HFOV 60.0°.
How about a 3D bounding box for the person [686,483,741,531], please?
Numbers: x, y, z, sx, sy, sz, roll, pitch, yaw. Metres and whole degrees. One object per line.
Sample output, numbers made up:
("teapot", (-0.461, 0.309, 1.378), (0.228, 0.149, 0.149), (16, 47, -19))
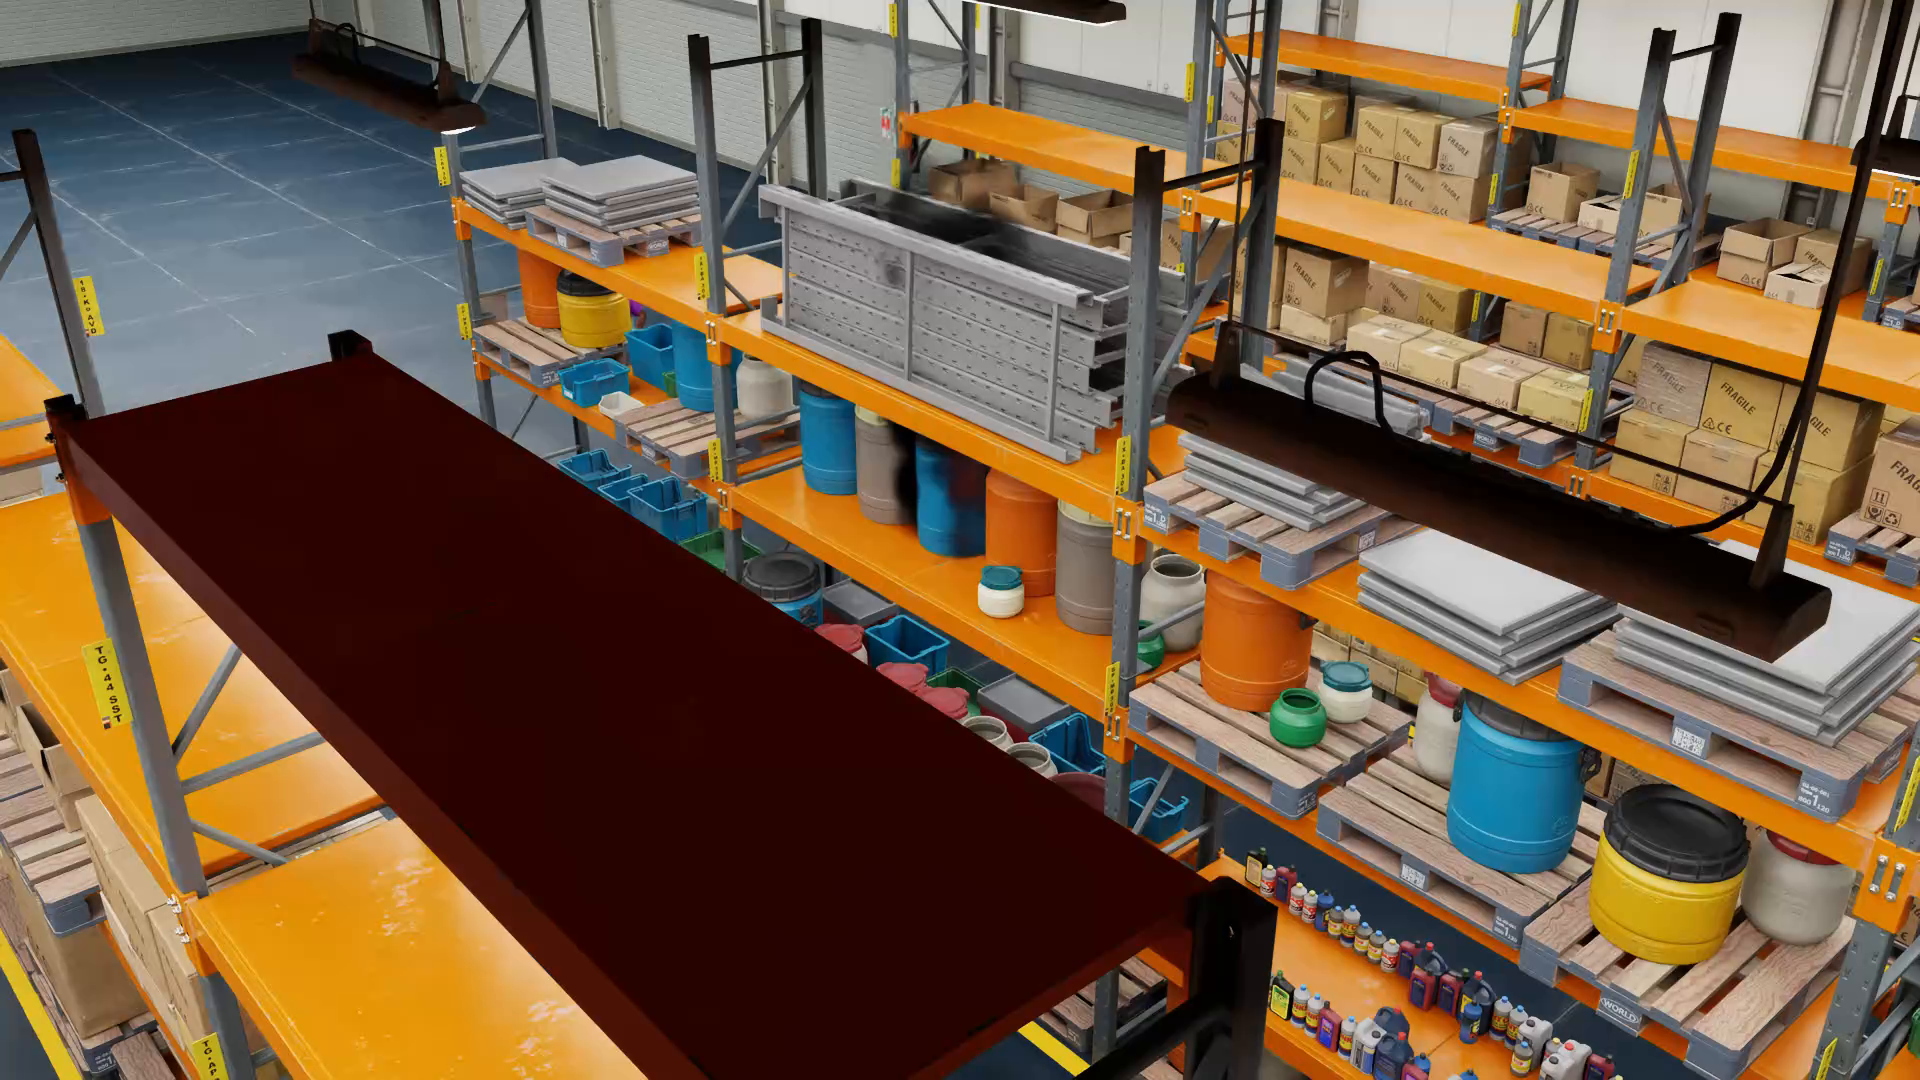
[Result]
("person", (-2.454, -0.426, 16.575), (0.664, 1.660, 0.477), (-21, 34, -35))

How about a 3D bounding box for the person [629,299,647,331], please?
("person", (-4.138, -2.430, 20.406), (0.874, 1.803, 0.644), (-12, 29, -22))
